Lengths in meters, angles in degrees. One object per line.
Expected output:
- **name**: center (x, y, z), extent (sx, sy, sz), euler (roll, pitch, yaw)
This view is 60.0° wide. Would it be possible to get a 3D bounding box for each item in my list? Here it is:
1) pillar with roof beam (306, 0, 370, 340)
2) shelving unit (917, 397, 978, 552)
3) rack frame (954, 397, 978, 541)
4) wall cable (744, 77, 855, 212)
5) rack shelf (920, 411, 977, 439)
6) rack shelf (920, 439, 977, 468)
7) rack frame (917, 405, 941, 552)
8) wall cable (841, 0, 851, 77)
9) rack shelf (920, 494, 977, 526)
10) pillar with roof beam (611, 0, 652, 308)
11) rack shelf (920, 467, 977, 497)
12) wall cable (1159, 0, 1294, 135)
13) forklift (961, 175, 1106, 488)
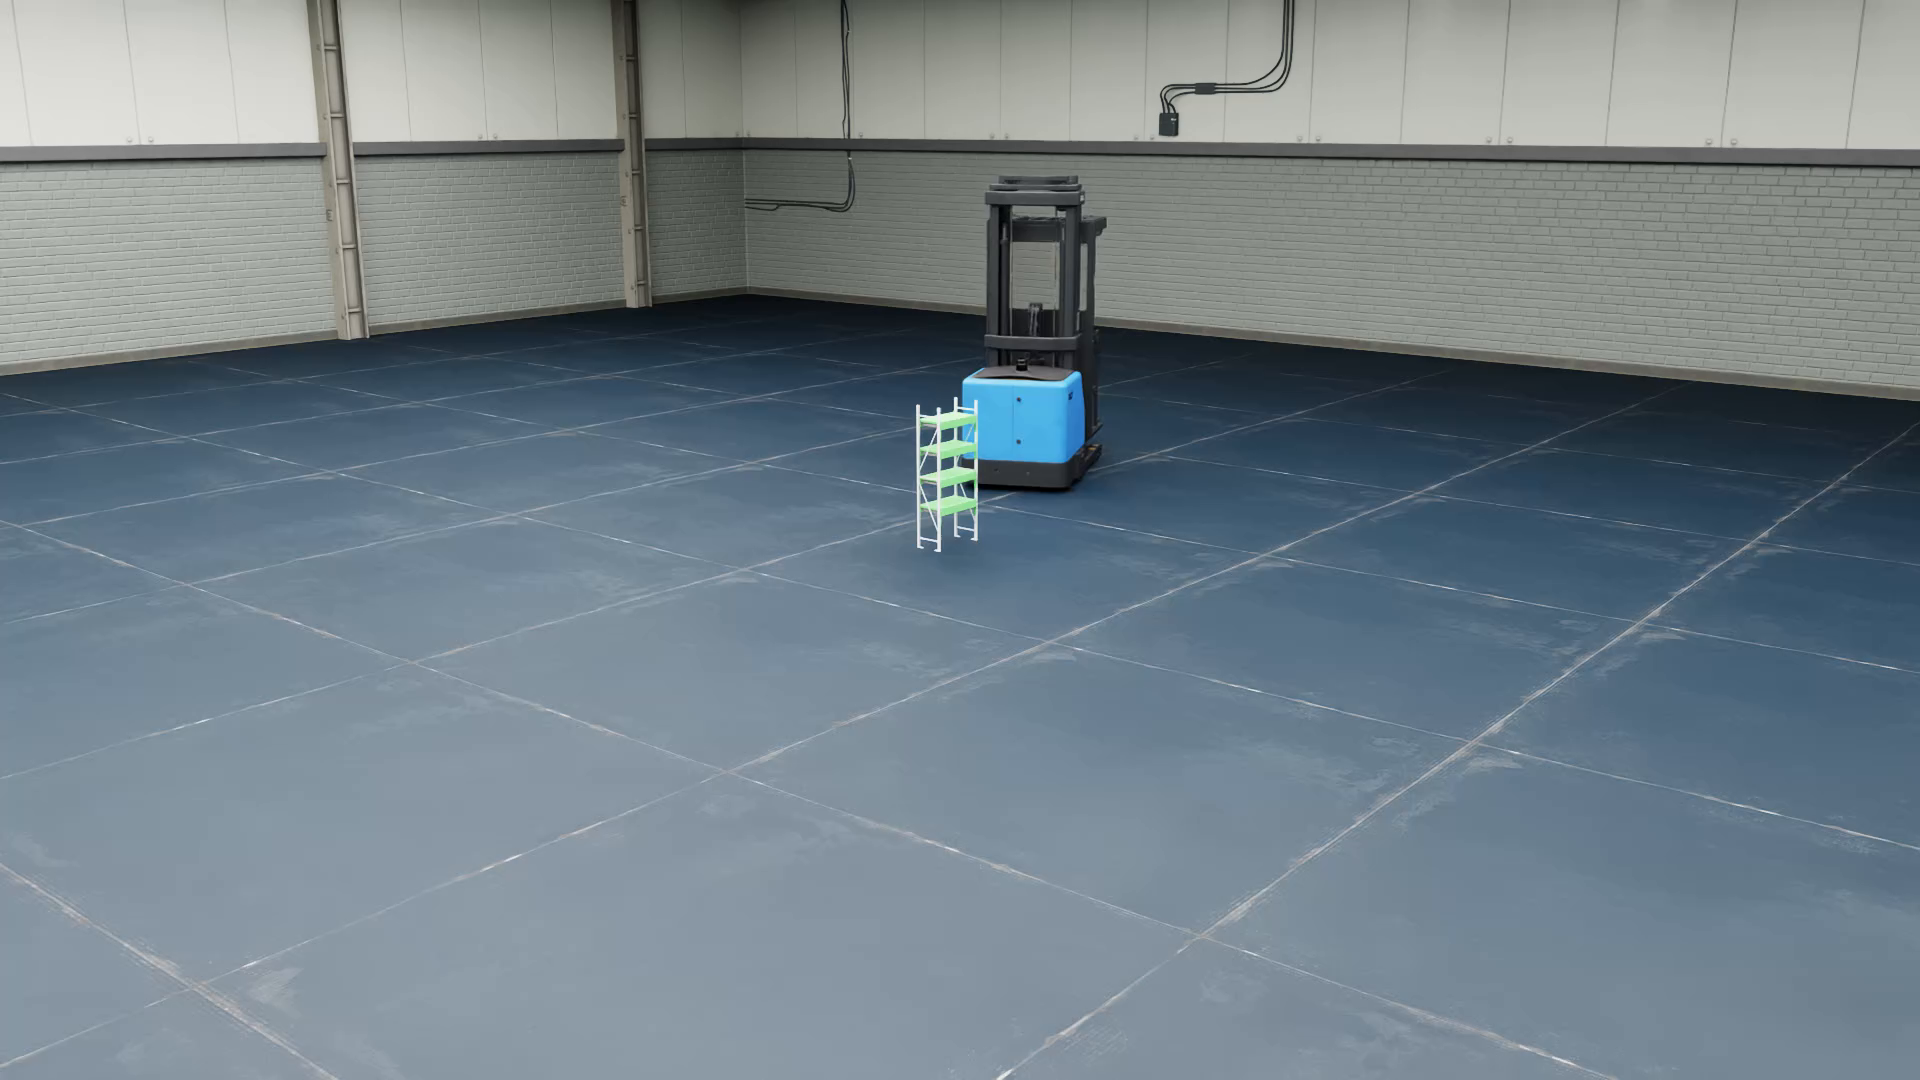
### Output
- **pillar with roof beam**: center (-6.520, -6.982, 23.330), extent (9.100, 9.000, 0.400), euler (11, 18, 38)
- **shelving unit**: center (-0.104, -0.550, 13.850), extent (0.258, 1.200, 0.503), euler (11, 18, 38)
- **rack frame**: center (0.049, -0.597, 14.034), extent (0.240, 1.200, 0.015), euler (11, 18, 38)
- **wall cable**: center (-3.218, -7.652, 32.273), extent (3.097, 2.526, 0.112), euler (11, 18, 38)
- **rack shelf**: center (-0.104, -0.953, 13.748), extent (0.258, 0.148, 0.480), euler (11, 18, 38)
- **rack shelf**: center (-0.104, -0.721, 13.807), extent (0.258, 0.148, 0.480), euler (11, 18, 38)
- **rack frame**: center (-0.257, -0.503, 13.666), extent (0.240, 1.200, 0.015), euler (11, 18, 38)
- **wall cable**: center (-1.113, -9.681, 30.003), extent (3.097, 2.526, 0.112), euler (11, 18, 38)
- **rack shelf**: center (-0.104, -0.255, 13.925), extent (0.258, 0.148, 0.480), euler (11, 18, 38)
- **pillar with roof beam**: center (-2.749, -8.131, 27.853), extent (9.100, 9.000, 0.400), euler (11, 18, 38)
- **rack shelf**: center (-0.104, -0.488, 13.866), extent (0.258, 0.148, 0.480), euler (11, 18, 38)
- **wall cable**: center (4.156, -9.333, 25.677), extent (2.305, 6.003, 0.169), euler (11, 18, 38)
- **forklift**: center (0.866, -2.232, 16.954), extent (1.130, 2.935, 3.031), euler (4, 15, 14)
